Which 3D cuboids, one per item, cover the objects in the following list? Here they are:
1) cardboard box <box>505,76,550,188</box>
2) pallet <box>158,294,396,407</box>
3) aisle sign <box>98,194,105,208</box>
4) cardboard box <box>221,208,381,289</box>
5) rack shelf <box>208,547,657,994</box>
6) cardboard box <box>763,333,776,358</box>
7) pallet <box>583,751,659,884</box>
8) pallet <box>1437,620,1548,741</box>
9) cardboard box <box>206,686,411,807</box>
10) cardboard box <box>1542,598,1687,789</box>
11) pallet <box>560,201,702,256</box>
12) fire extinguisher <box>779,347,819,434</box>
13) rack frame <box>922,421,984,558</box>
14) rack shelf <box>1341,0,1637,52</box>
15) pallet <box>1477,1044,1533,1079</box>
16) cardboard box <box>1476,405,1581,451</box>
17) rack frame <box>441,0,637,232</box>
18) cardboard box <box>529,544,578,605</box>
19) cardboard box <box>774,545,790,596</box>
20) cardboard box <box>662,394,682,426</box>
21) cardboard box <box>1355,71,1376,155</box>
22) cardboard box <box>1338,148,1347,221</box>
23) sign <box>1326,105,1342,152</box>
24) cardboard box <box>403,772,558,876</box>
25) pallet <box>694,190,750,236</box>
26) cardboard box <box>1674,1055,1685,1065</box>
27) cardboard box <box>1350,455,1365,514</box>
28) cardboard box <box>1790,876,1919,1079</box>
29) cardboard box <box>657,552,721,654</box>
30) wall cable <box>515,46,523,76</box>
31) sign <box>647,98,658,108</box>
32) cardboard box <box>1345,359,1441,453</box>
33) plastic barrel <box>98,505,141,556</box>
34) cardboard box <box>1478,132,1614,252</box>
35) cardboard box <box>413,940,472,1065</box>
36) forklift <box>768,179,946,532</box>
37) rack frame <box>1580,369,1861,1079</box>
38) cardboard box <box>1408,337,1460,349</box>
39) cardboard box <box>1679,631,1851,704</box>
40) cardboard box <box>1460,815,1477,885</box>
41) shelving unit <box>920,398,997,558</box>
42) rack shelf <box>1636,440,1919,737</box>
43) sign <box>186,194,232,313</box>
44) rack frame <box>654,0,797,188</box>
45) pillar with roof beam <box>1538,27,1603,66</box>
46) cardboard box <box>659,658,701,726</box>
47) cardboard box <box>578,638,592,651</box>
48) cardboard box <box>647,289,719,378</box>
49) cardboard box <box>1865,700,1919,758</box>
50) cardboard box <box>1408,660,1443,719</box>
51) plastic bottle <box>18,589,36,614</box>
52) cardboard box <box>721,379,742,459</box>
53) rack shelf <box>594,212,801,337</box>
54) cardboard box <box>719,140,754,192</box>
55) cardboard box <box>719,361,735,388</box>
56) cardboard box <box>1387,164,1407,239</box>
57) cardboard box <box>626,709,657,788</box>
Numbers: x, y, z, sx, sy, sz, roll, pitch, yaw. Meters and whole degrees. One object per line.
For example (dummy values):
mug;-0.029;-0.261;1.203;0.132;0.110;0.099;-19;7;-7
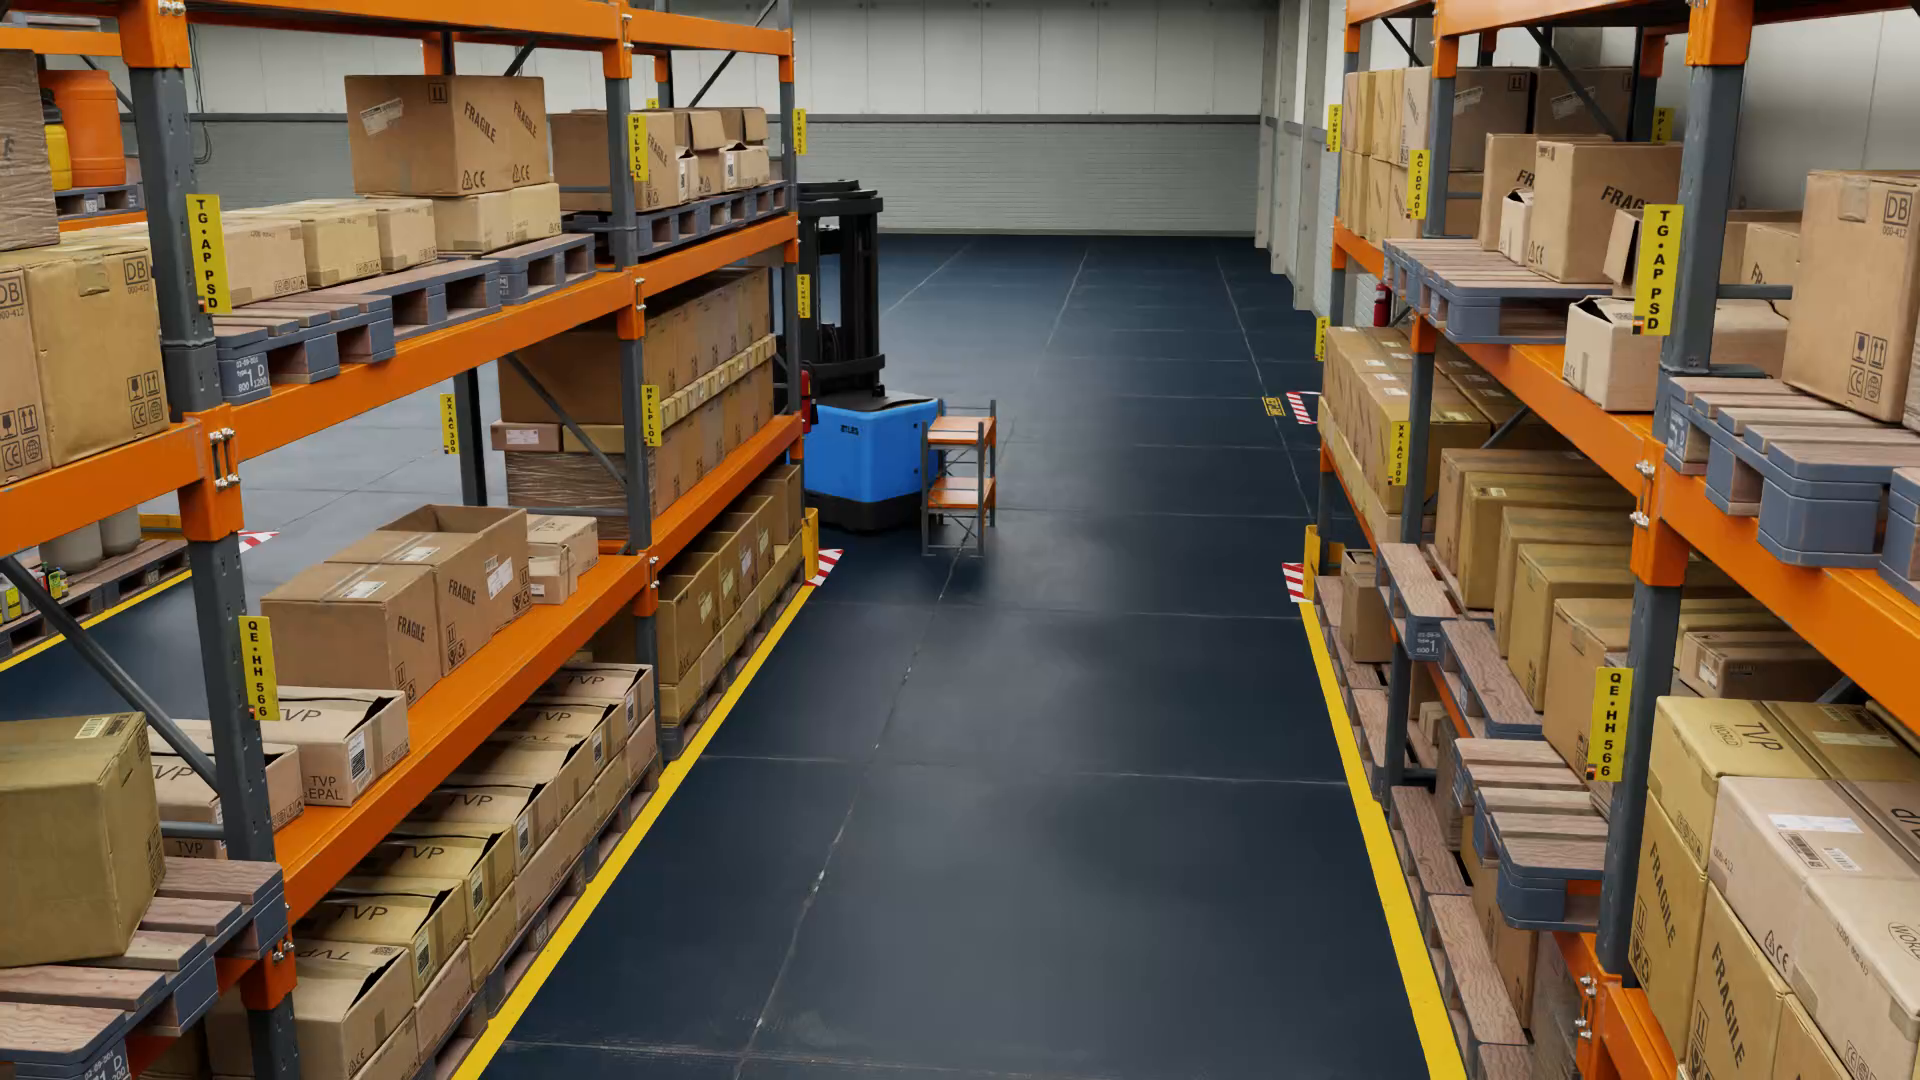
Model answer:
cardboard box;-2.280;-1.929;7.850;0.500;0.500;0.500;2;15;7
pallet;-2.634;-0.646;5.419;1.213;0.211;1.003;2;15;9
aisle sign;-6.924;-2.614;13.103;0.394;0.787;0.004;2;15;6
cardboard box;-2.510;-1.093;6.192;0.500;0.250;0.500;1;15;5
rack shelf;-2.396;0.718;7.138;1.077;0.370;4.000;2;15;6
cardboard box;-1.573;-1.442;12.314;0.380;0.149;0.250;1;15;5
pallet;-2.215;1.391;8.615;1.003;0.211;1.213;2;15;6
pallet;2.483;0.613;6.518;1.003;0.211;1.213;2;15;6
cardboard box;-2.329;0.706;5.974;0.500;0.311;0.500;2;15;6
cardboard box;2.380;0.506;5.510;0.700;0.500;0.500;0;15;1
pallet;-2.100;-1.775;9.403;1.003;0.211;1.213;2;15;6
fire extinguisher;-1.245;-1.165;12.872;0.296;0.674;0.183;2;15;6
rack frame;-0.058;-0.409;13.521;0.500;1.125;0.032;2;15;6
rack shelf;2.977;-3.069;9.656;1.077;0.370;4.000;2;15;6
pallet;2.390;2.178;5.703;1.003;0.211;1.213;2;15;6
cardboard box;3.012;-0.418;8.773;0.500;0.500;0.500;1;15;5
rack frame;-2.171;-3.044;8.179;1.000;3.000;0.127;2;15;6
cardboard box;-2.088;0.151;8.116;0.396;0.266;0.258;1;15;5
cardboard box;-1.531;0.217;12.075;0.500;0.250;0.500;2;15;6
cardboard box;-1.864;-0.773;9.841;0.380;0.149;0.250;2;15;6
cardboard box;2.765;-2.674;10.414;0.500;0.500;0.500;2;15;8
cardboard box;2.917;-2.467;11.562;0.500;0.500;0.500;2;15;8
sign;2.664;-2.926;11.816;0.100;0.325;0.005;2;15;6
cardboard box;-2.103;1.214;7.314;0.500;0.311;0.500;2;15;6
pallet;-1.960;-2.091;10.570;1.003;0.211;1.213;2;15;6
cardboard box;1.996;1.290;4.088;0.380;0.149;0.250;2;15;7
cardboard box;2.610;-0.332;9.891;0.500;0.250;0.500;2;15;6
cardboard box;1.881;0.850;3.034;0.500;0.250;0.500;2;15;7
cardboard box;-1.759;0.374;10.059;0.500;0.500;0.500;2;15;6
wall cable;-12.853;-14.521;44.109;2.305;6.003;0.169;2;15;6
sign;-2.270;-3.111;12.349;0.100;0.325;0.005;2;15;6
cardboard box;2.674;-0.829;10.292;0.500;0.500;0.500;2;15;8
plastic barrel;-6.639;-0.161;12.972;0.421;0.512;0.421;0;15;0
cardboard box;2.610;-1.562;7.451;0.500;0.500;0.500;4;16;14
cardboard box;-2.215;1.757;6.382;0.500;0.250;0.500;1;15;5
forklift;-1.525;-1.787;15.155;3.031;2.935;1.130;14;20;41
rack frame;2.300;1.035;4.589;1.000;3.000;0.127;2;15;6
cardboard box;3.294;-1.081;11.225;0.500;0.500;0.500;2;15;7
cardboard box;2.309;0.370;4.768;0.380;0.149;0.250;0;15;-1
cardboard box;2.677;1.318;7.486;0.700;0.500;0.500;1;15;5
shelving unit;-0.001;-0.541;14.009;0.538;1.125;1.048;2;15;6
rack shelf;2.075;0.453;2.373;1.077;0.370;4.000;2;15;6
sign;-2.083;-0.791;4.605;0.100;0.325;0.005;2;15;6
rack frame;-1.719;-4.081;12.016;1.000;3.000;0.127;2;15;6
pillar with roof beam;-0.294;-3.856;11.183;9.100;9.000;0.400;2;15;6
cardboard box;-1.817;0.865;9.678;0.500;0.250;0.500;2;15;6
cardboard box;-2.268;0.359;10.115;0.500;0.500;0.500;2;15;6
cardboard box;-1.957;-1.328;10.650;0.700;0.500;0.500;2;15;6
cardboard box;2.507;0.596;3.974;0.500;0.250;0.500;2;15;8
cardboard box;2.829;0.721;9.695;0.500;0.500;0.500;1;15;2
plastic bottle;-6.484;0.360;11.459;0.152;0.276;0.135;1;15;5
cardboard box;-1.901;-0.848;11.359;0.700;0.500;0.500;2;15;7
rack shelf;-1.945;-1.767;10.583;1.077;0.370;4.000;2;15;6
cardboard box;-1.650;-2.410;10.679;0.500;0.311;0.500;4;16;13
cardboard box;-1.718;-1.106;11.072;0.380;0.149;0.250;2;15;8
cardboard box;2.633;-1.778;9.014;0.500;0.500;0.500;0;15;2
cardboard box;-1.930;1.093;8.837;0.500;0.250;0.500;2;15;6
